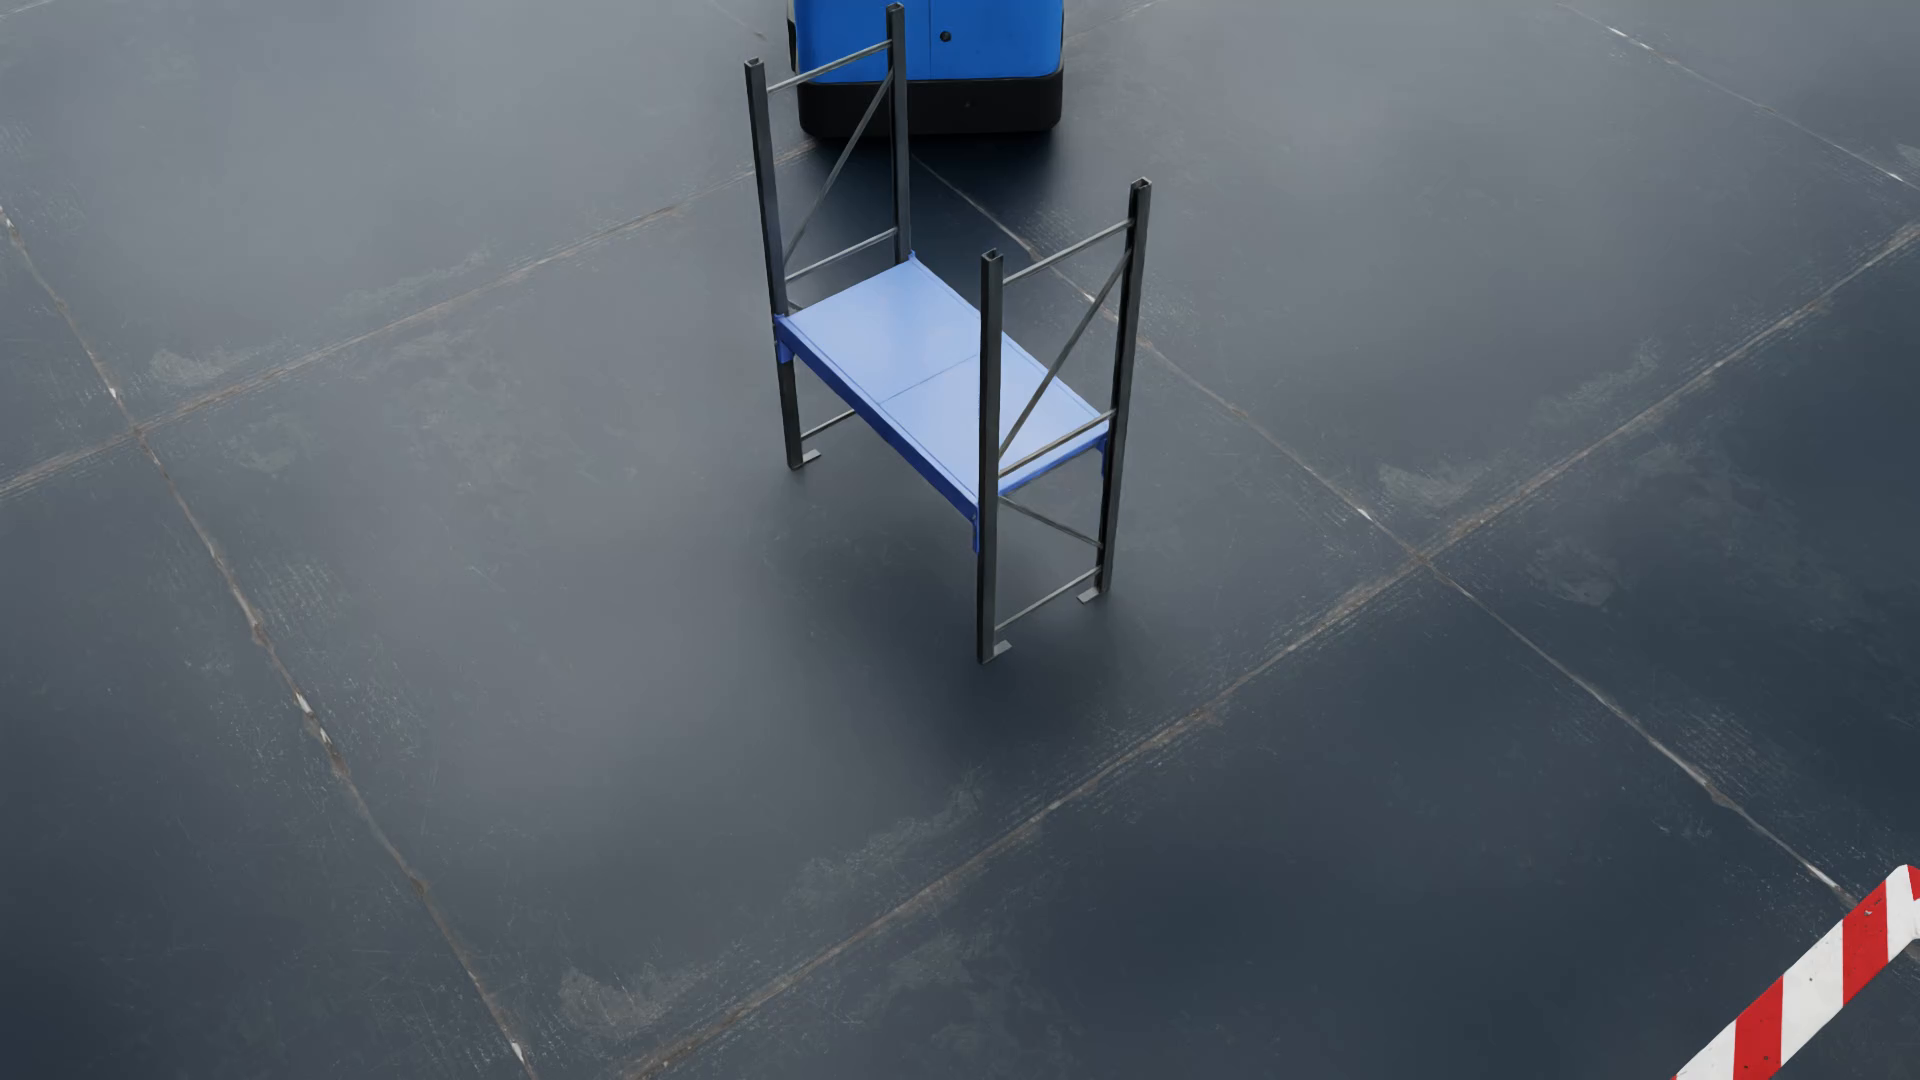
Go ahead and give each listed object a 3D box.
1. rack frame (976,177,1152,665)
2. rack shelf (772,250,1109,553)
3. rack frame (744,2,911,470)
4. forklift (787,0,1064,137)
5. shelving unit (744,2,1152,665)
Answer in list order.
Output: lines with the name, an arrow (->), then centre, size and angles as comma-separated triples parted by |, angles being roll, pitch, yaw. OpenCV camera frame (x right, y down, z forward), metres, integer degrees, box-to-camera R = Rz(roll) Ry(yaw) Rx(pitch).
rack frame -> 0.256, -0.254, 4.468 | 0.500, 1.500, 0.032 | -29, 54, -24
rack shelf -> -0.052, -0.433, 4.873 | 0.538, 0.185, 1.000 | -29, 54, -24
rack frame -> -0.359, -0.854, 5.012 | 0.500, 1.500, 0.032 | -29, 54, -24
forklift -> -0.192, -3.670, 6.599 | 1.130, 2.935, 3.031 | -2, 48, -2
shelving unit -> -0.052, -0.554, 4.740 | 0.538, 1.500, 1.048 | -29, 54, -24
